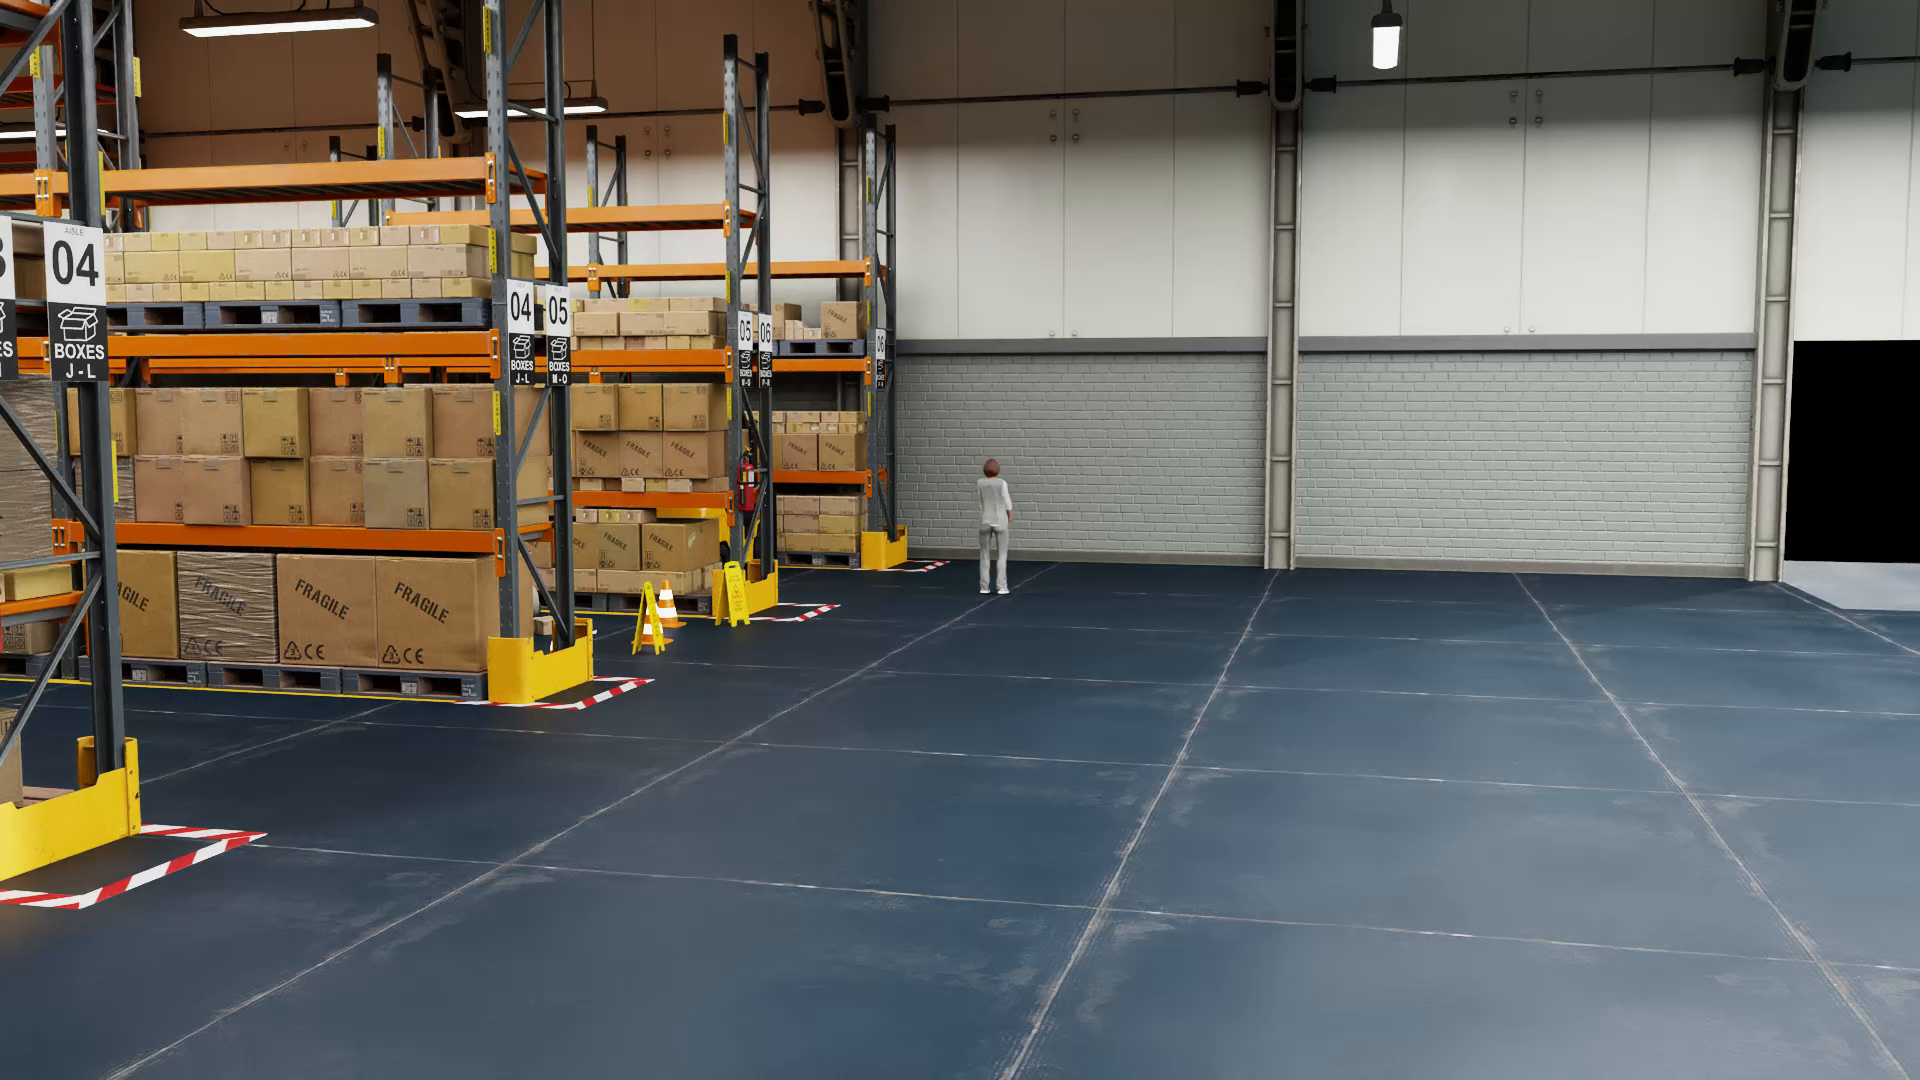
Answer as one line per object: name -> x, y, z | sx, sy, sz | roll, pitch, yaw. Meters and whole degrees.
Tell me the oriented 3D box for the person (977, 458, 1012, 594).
person -> 0.411, -0.167, 19.540 | 0.401, 1.596, 0.495 | 1, 5, 14
